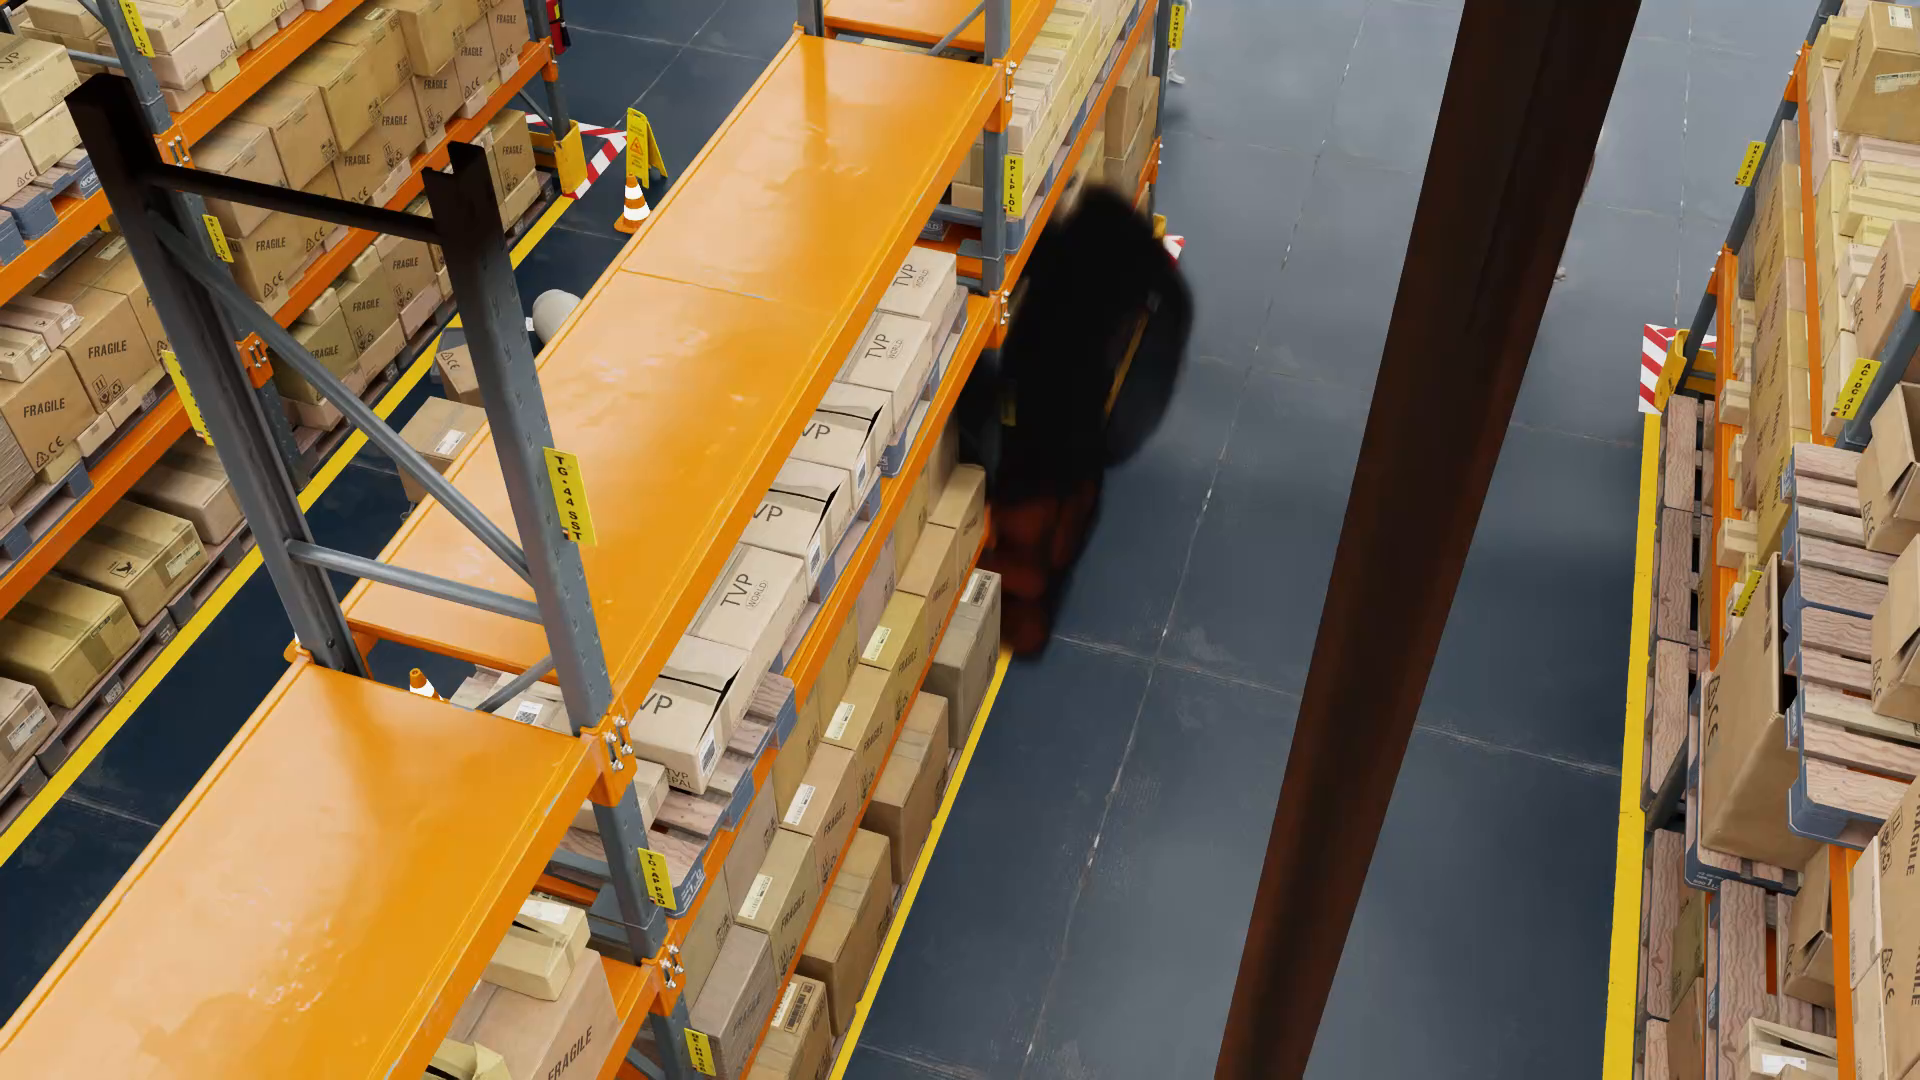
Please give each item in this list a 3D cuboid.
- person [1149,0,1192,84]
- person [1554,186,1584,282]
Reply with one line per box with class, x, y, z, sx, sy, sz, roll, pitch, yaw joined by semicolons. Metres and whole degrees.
person;1.676;-4.767;14.588;0.711;1.729;0.620;0;46;0
person;4.368;-2.660;12.204;0.551;1.635;0.496;5;46;5
